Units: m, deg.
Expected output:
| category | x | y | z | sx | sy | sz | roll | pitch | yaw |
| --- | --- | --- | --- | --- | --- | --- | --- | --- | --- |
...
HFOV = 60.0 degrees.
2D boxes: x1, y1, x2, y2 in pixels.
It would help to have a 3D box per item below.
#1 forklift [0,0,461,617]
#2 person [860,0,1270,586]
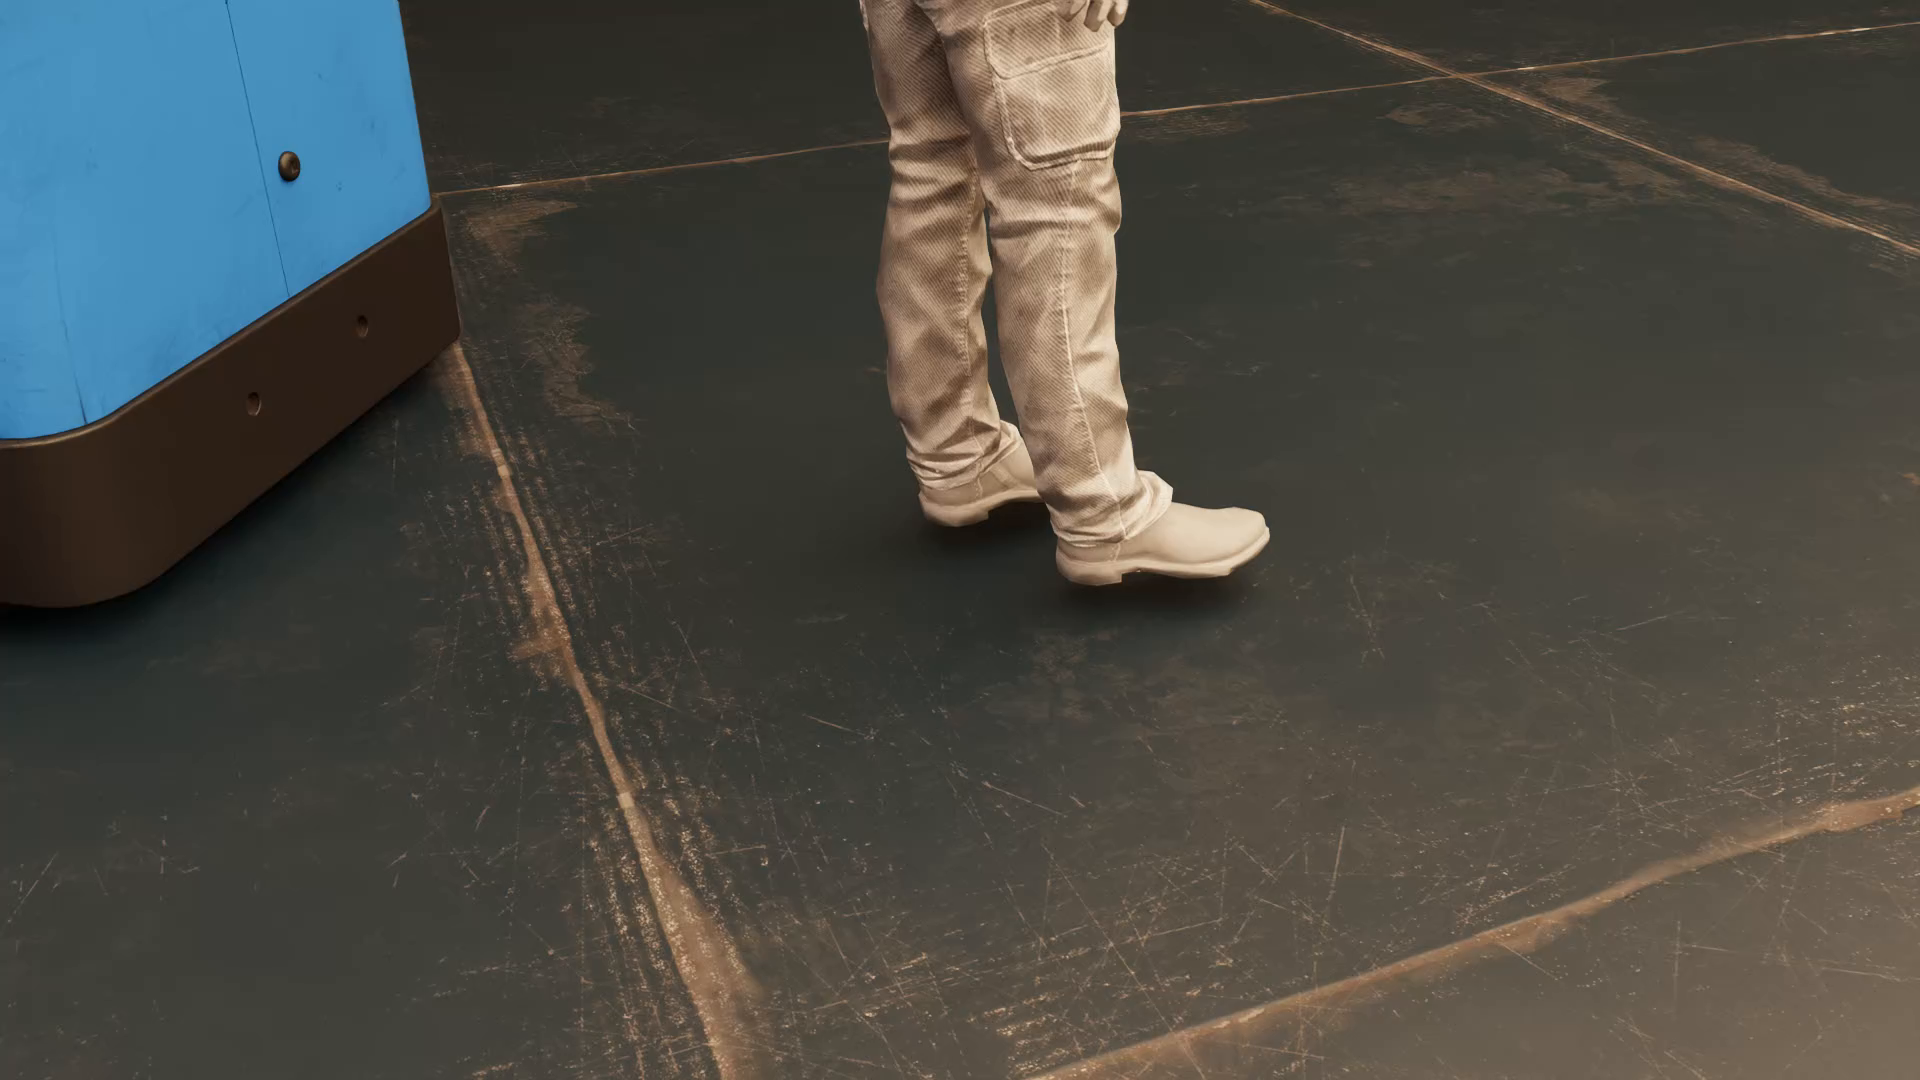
| category | x | y | z | sx | sy | sz | roll | pitch | yaw |
| --- | --- | --- | --- | --- | --- | --- | --- | --- | --- |
| forklift | -2.475 | -1.529 | 2.223 | 3.031 | 2.935 | 1.130 | 6 | 30 | 11 |
| person | 0.069 | -0.826 | 2.052 | 0.577 | 1.781 | 0.656 | -11 | 32 | -19 |
